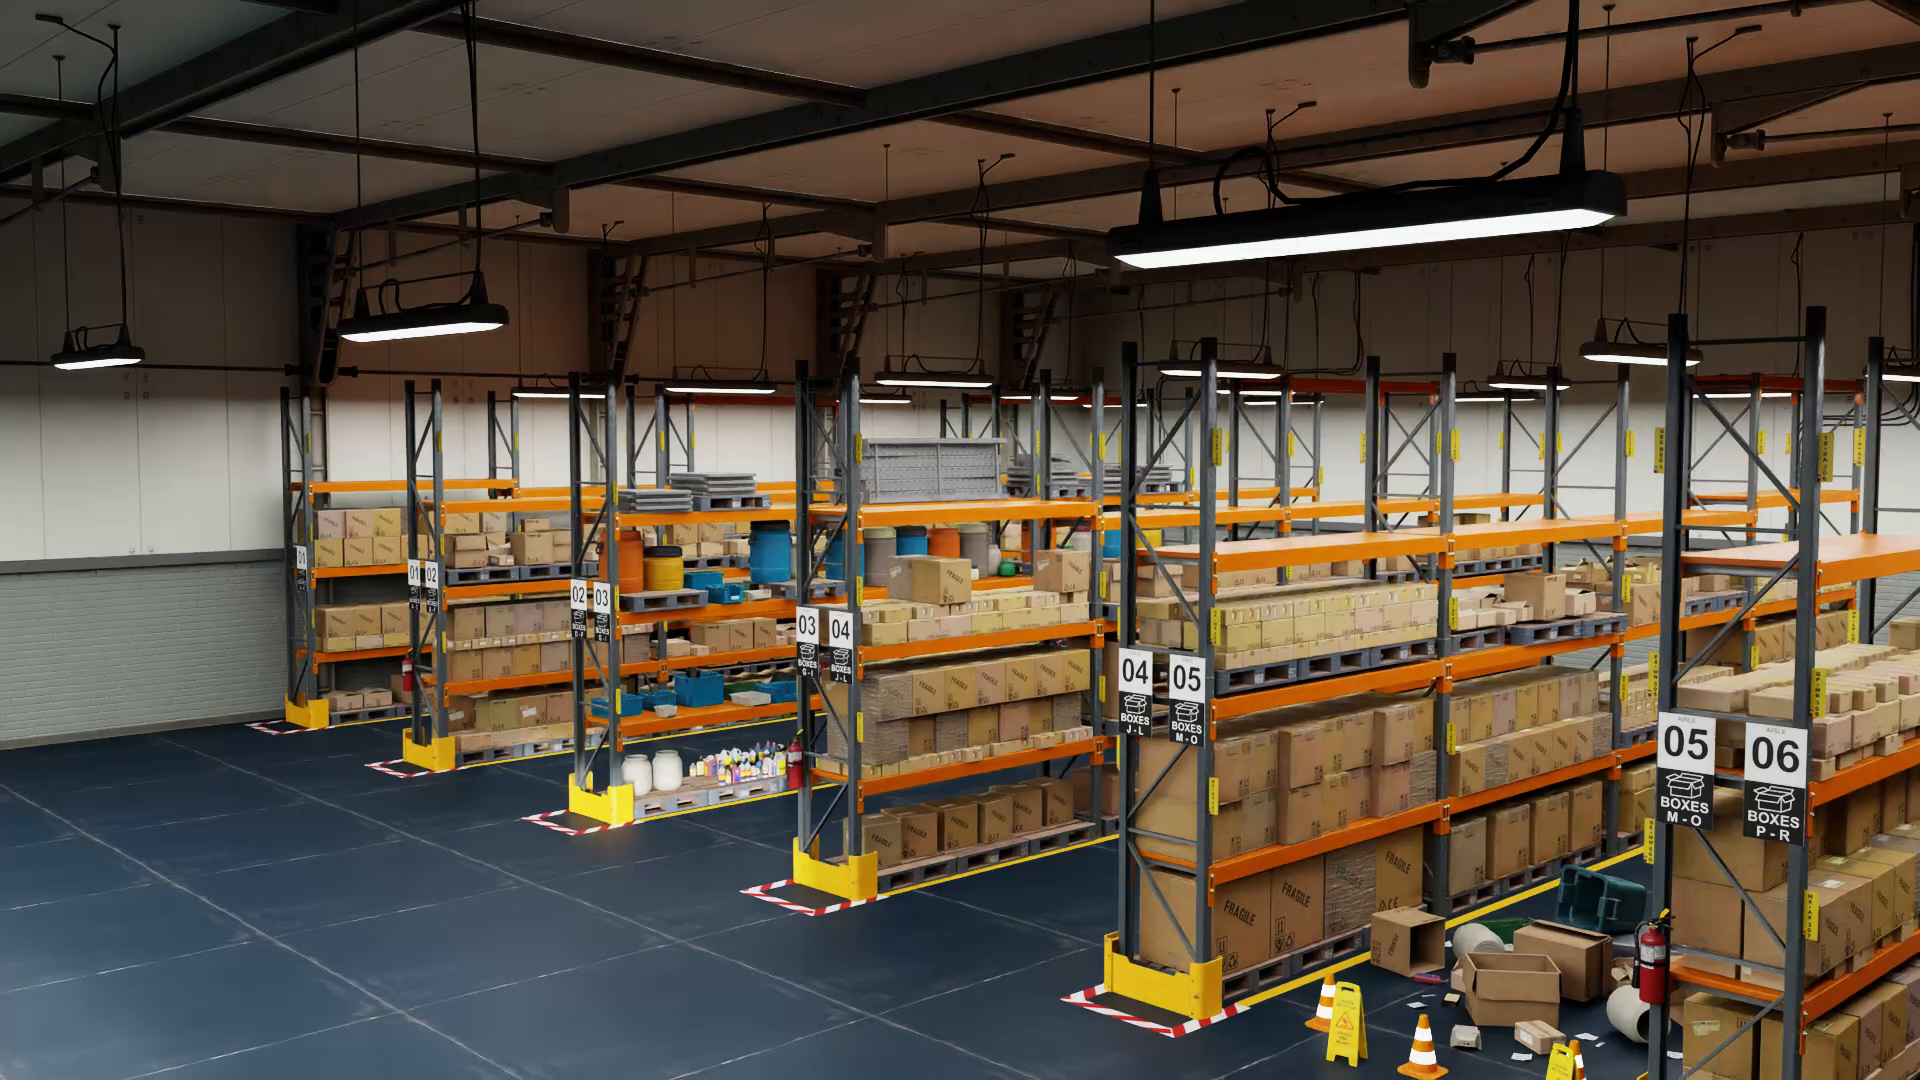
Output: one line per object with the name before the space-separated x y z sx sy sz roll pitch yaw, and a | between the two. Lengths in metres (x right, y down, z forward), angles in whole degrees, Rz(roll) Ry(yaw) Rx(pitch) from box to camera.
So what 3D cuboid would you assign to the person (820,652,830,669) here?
person | -2.520 1.957 35.422 1.026 1.615 0.442 -2 4 -31
